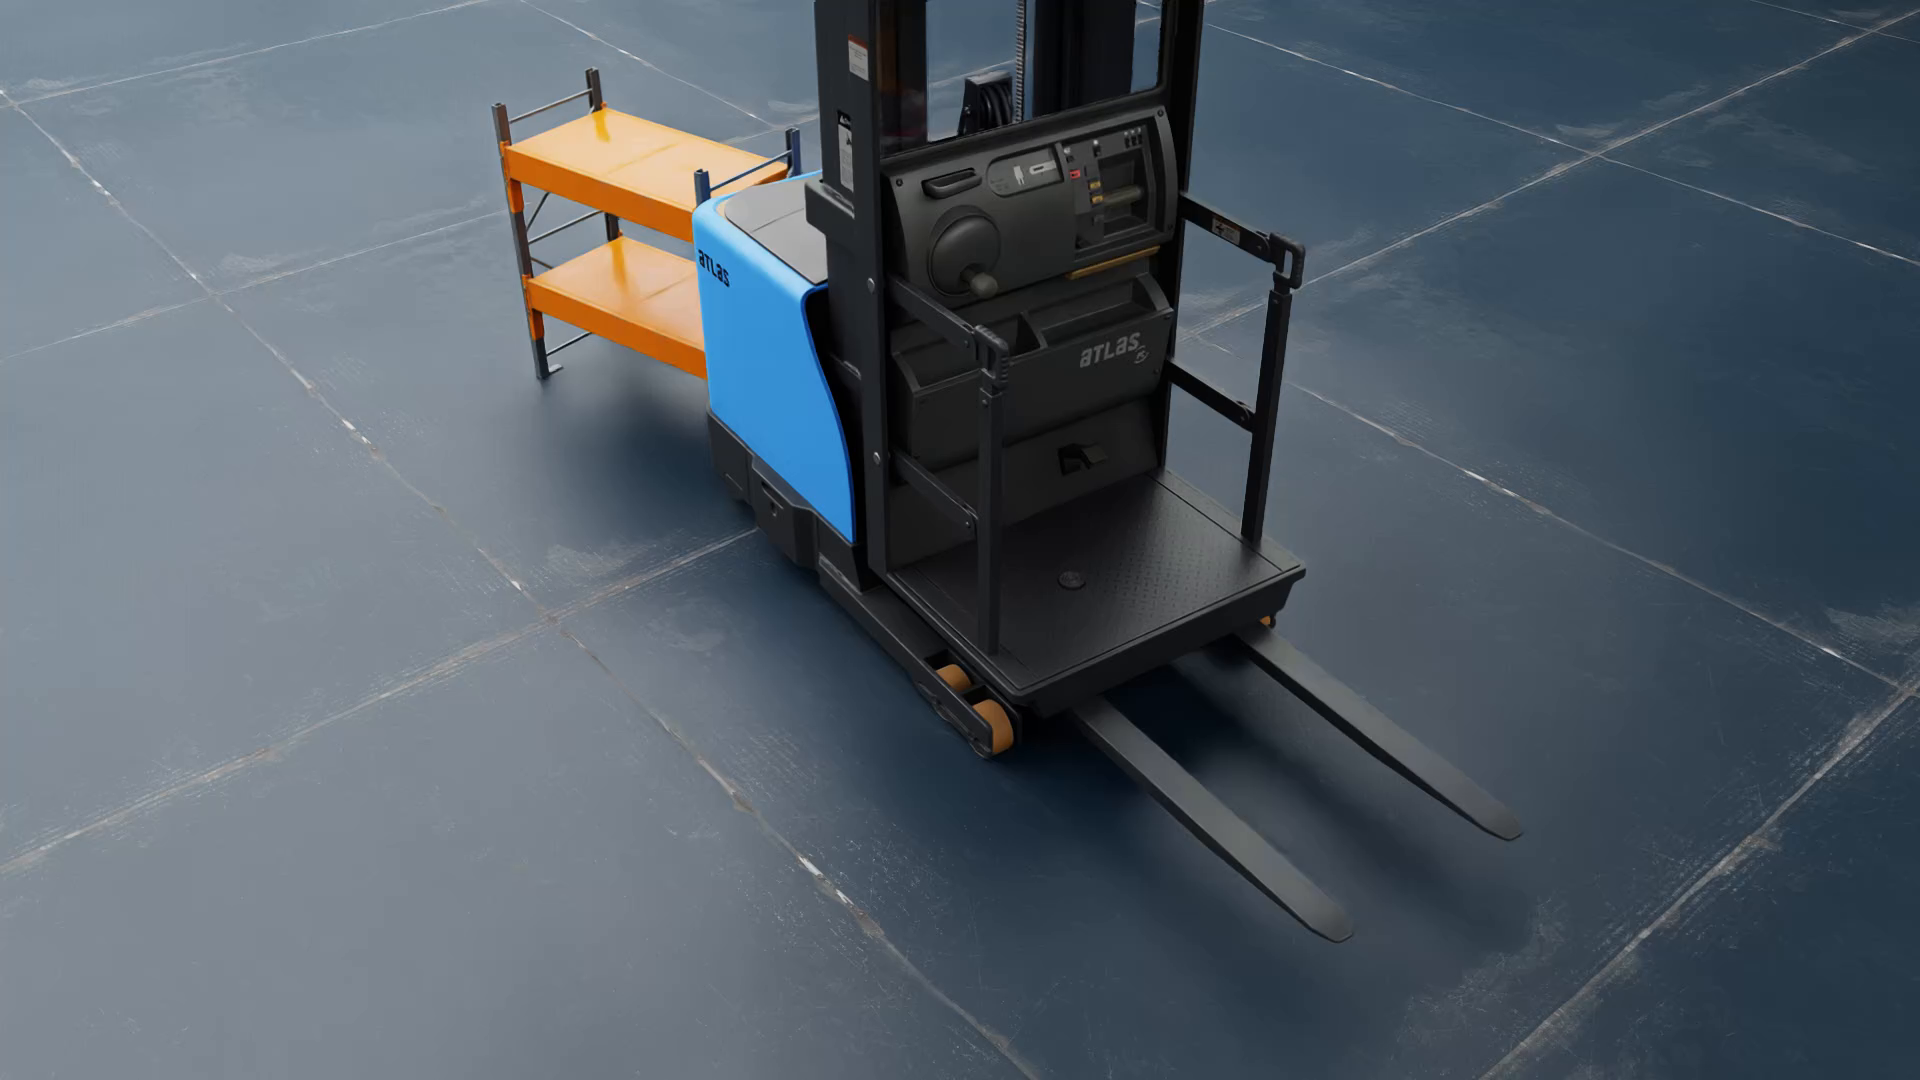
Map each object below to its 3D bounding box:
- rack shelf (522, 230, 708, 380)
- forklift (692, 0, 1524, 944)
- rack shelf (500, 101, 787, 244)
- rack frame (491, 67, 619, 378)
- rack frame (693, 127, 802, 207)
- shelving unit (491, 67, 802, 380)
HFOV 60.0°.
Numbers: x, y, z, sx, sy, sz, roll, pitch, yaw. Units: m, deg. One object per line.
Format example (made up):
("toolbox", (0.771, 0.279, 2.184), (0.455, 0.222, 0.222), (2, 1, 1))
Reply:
("rack shelf", (-1.133, -0.853, 6.404), (1.000, 0.278, 0.538), (23, 42, 29))
("forklift", (0.341, -0.879, 4.455), (1.130, 2.935, 3.031), (-21, 40, -27))
("rack shelf", (-1.133, -1.291, 6.093), (1.000, 0.278, 0.538), (23, 42, 29))
("rack frame", (-1.540, -1.228, 6.511), (0.032, 1.125, 0.500), (23, 42, 29))
("rack frame", (-0.726, -0.876, 6.014), (0.032, 1.125, 0.500), (23, 42, 29))
("shelving unit", (-1.133, -1.052, 6.263), (1.048, 1.125, 0.538), (23, 42, 29))
